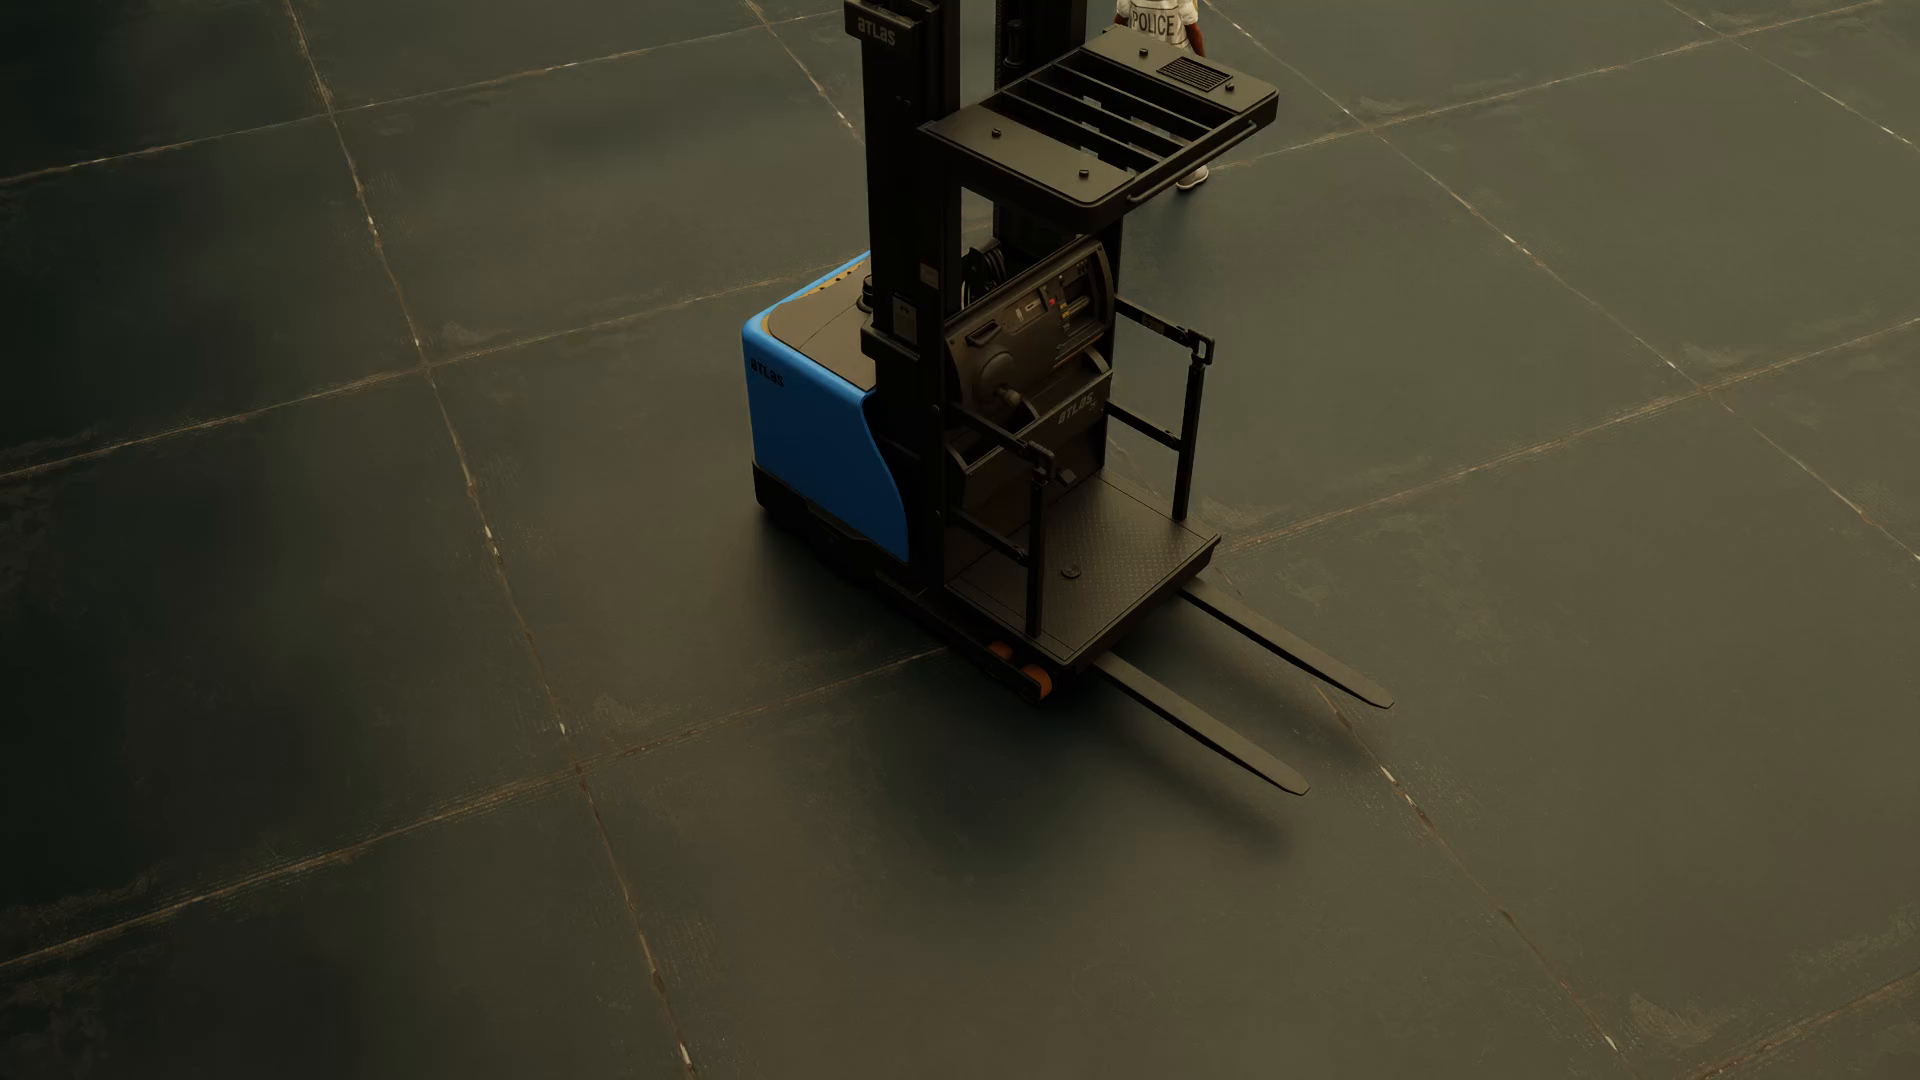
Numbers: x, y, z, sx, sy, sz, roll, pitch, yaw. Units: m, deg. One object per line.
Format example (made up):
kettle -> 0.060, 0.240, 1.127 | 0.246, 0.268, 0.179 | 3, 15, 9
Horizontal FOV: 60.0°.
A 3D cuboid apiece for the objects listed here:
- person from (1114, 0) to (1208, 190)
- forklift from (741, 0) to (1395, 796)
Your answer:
person -> 1.179, -2.801, 9.577 | 0.570, 1.695, 0.530 | 17, 46, 18
forklift -> 0.445, -0.788, 6.525 | 3.031, 2.935, 1.130 | 32, 52, 30
